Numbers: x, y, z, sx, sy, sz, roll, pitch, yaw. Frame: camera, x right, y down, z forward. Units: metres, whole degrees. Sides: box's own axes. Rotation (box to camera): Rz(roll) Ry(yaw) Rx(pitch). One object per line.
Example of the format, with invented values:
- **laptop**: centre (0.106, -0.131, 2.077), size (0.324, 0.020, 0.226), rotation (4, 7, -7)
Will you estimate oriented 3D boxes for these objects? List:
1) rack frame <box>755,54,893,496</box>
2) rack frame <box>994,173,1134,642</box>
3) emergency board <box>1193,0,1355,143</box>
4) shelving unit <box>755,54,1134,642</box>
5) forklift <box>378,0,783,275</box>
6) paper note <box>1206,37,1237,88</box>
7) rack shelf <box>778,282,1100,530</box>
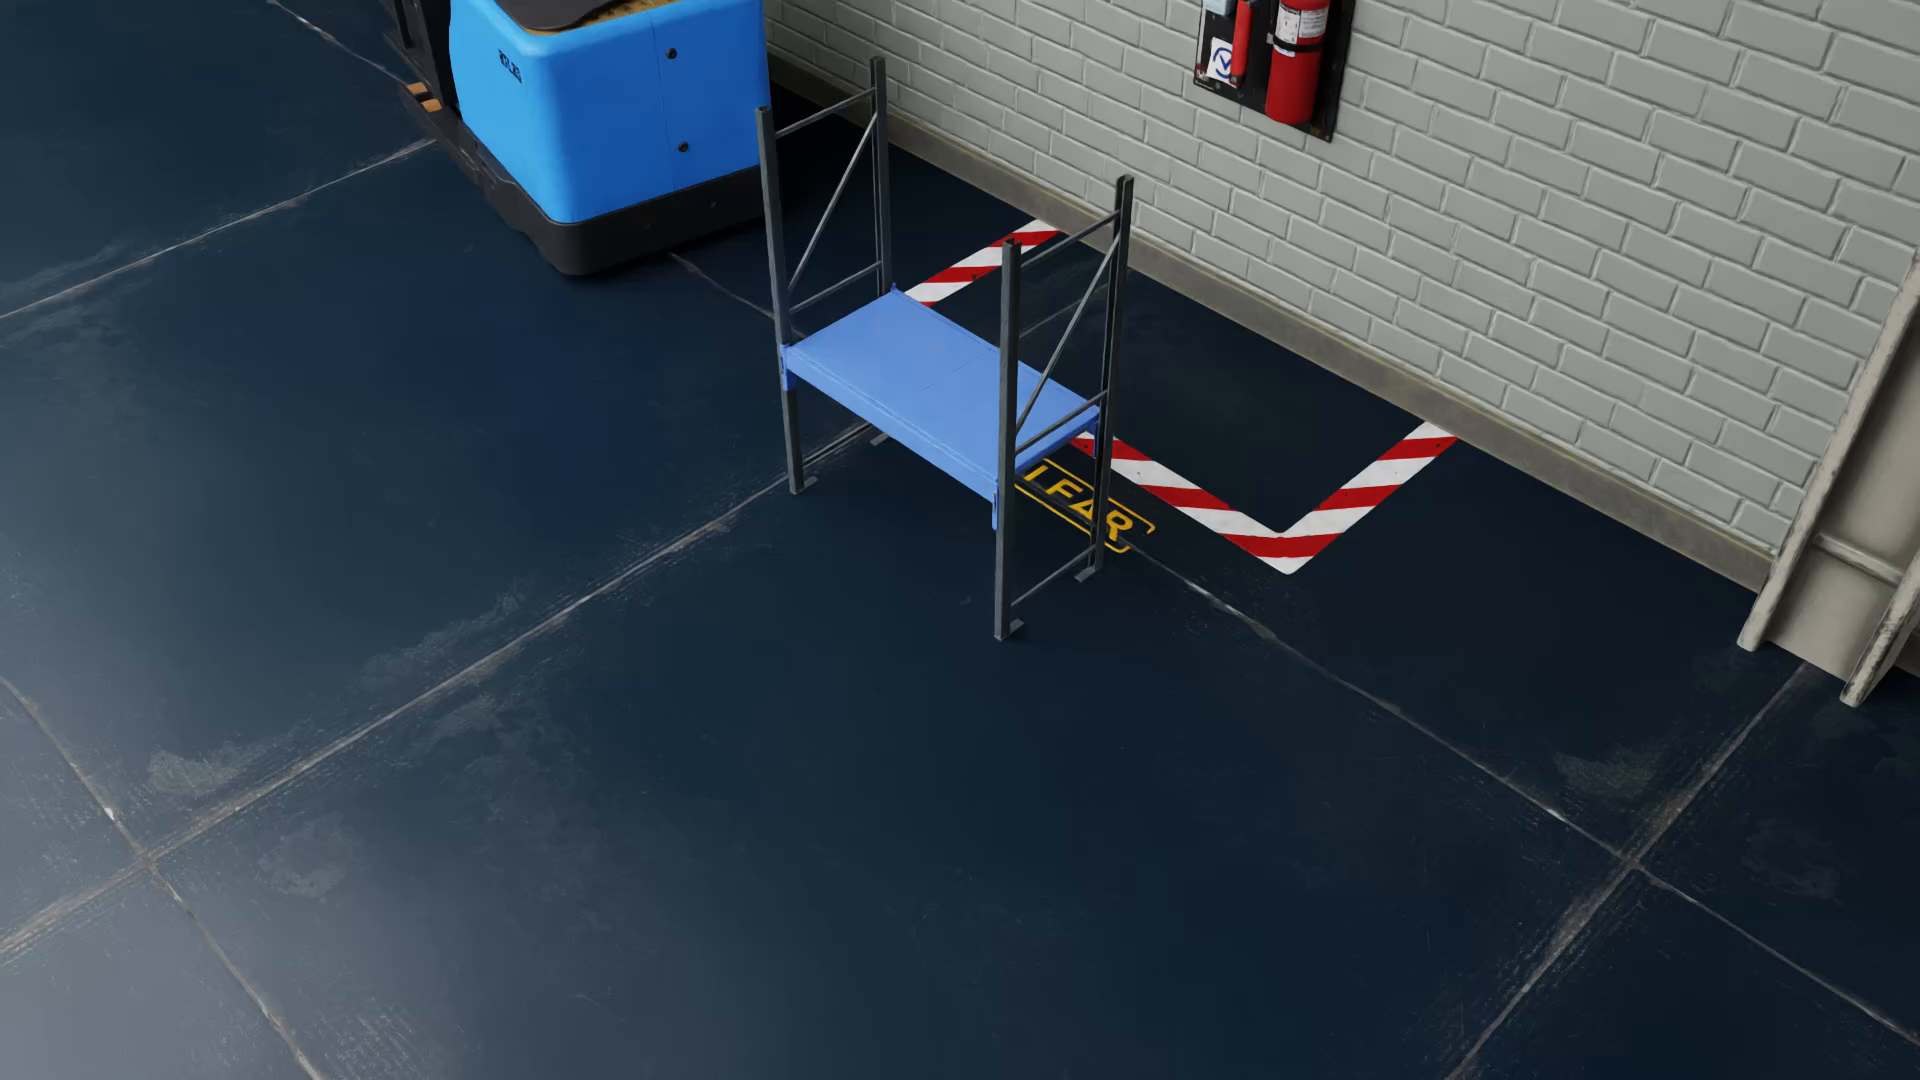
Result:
- **rack frame**: centre (-0.419, -0.836, 5.550), size (0.500, 1.500, 0.032), rotation (-34, 53, -31)
- **rack frame**: centre (0.299, -0.348, 5.021), size (0.500, 1.500, 0.032), rotation (-34, 53, -31)
- **emergency board**: centre (1.044, -1.950, 5.650), size (0.194, 1.169, 0.643), rotation (-34, 53, -31)
- **shelving unit**: centre (-0.060, -0.592, 5.285), size (0.538, 1.500, 1.048), rotation (-34, 53, -31)
- **forklift**: centre (-2.000, -3.133, 6.981), size (1.130, 2.935, 3.031), rotation (-24, 48, -24)
- **paper note**: centre (0.967, -1.745, 6.077), size (0.016, 0.148, 0.142), rotation (-34, 53, -31)
- **rack shelf**: centre (-0.060, -0.460, 5.407), size (0.538, 0.185, 1.000), rotation (-34, 53, -31)
